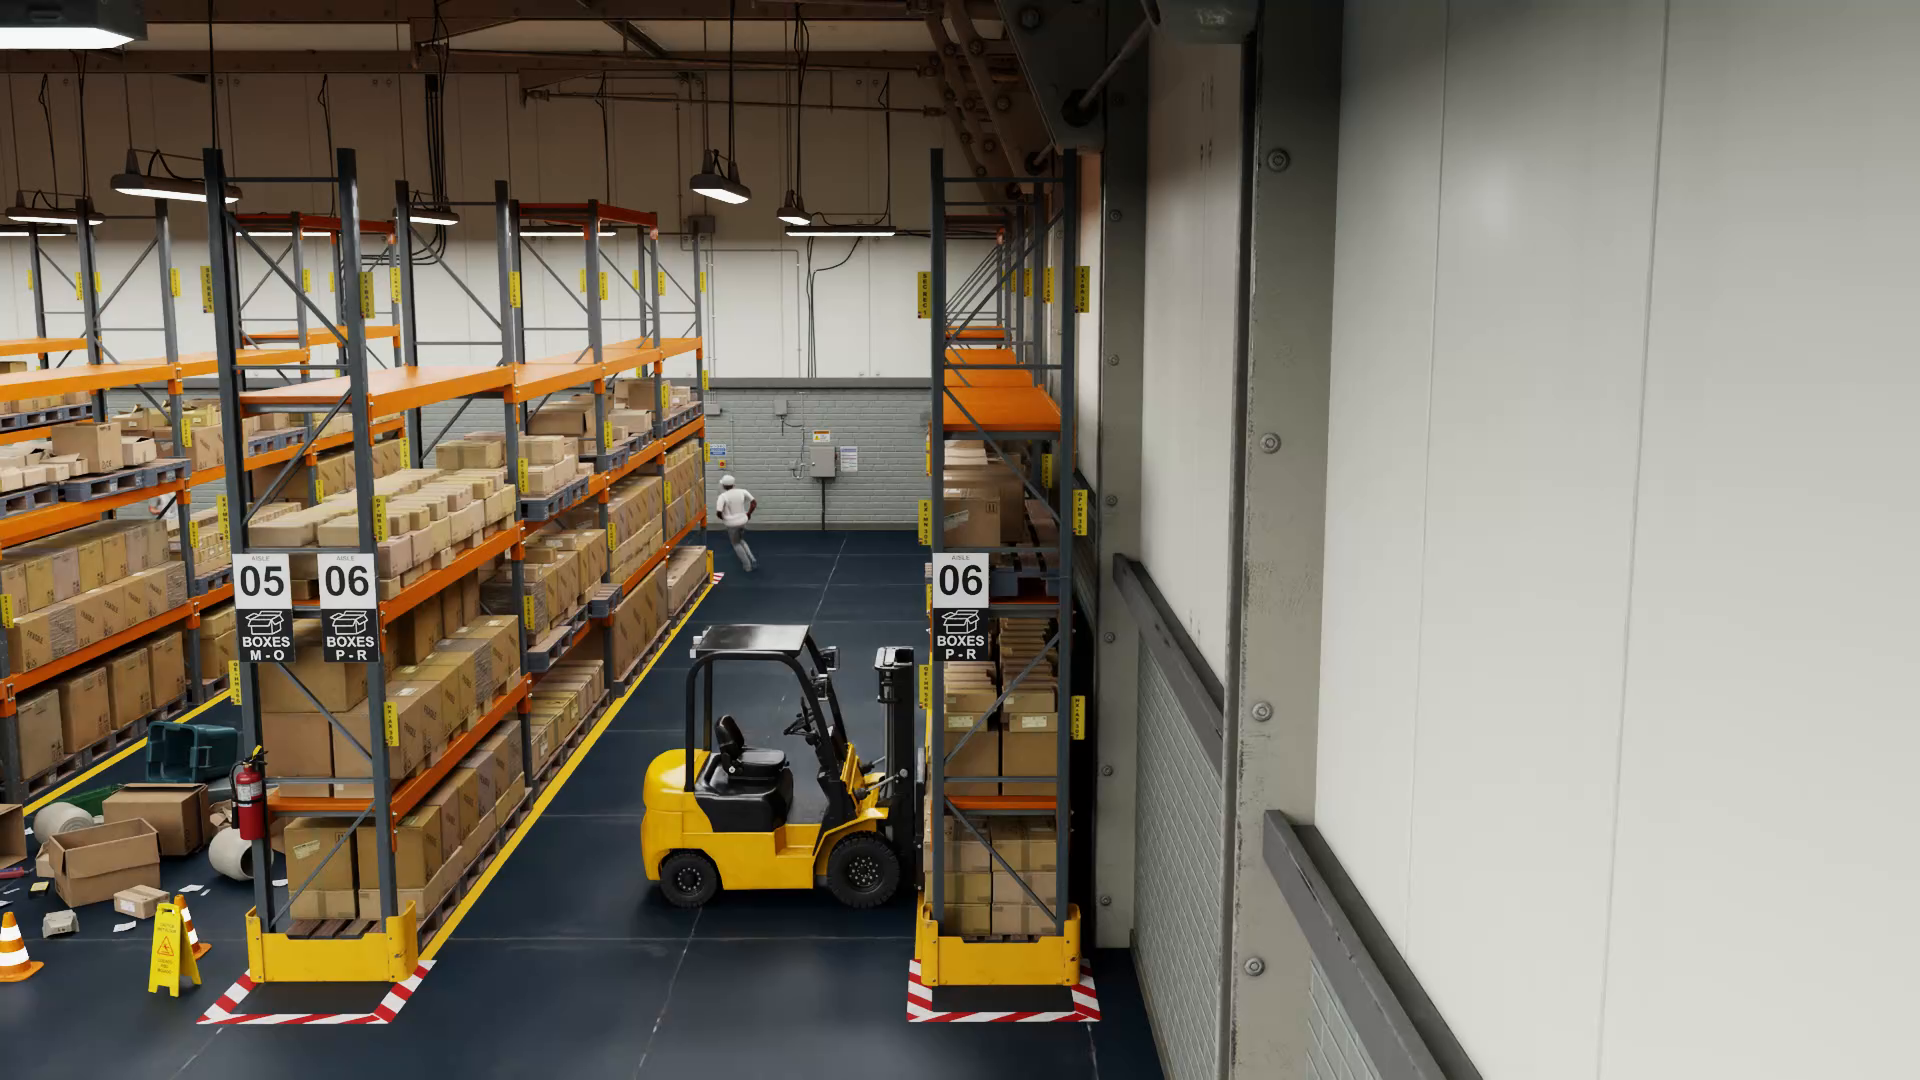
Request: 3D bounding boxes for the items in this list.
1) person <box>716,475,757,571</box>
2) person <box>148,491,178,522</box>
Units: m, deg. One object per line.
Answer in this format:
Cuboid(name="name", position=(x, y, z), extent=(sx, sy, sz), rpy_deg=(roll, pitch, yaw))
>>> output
Cuboid(name="person", position=(-3.916, -0.284, 28.954), extent=(0.786, 1.734, 0.504), rpy_deg=(-8, 12, -42))
Cuboid(name="person", position=(-13.684, -0.289, 28.739), extent=(0.767, 1.776, 0.659), rpy_deg=(5, 10, 29))
